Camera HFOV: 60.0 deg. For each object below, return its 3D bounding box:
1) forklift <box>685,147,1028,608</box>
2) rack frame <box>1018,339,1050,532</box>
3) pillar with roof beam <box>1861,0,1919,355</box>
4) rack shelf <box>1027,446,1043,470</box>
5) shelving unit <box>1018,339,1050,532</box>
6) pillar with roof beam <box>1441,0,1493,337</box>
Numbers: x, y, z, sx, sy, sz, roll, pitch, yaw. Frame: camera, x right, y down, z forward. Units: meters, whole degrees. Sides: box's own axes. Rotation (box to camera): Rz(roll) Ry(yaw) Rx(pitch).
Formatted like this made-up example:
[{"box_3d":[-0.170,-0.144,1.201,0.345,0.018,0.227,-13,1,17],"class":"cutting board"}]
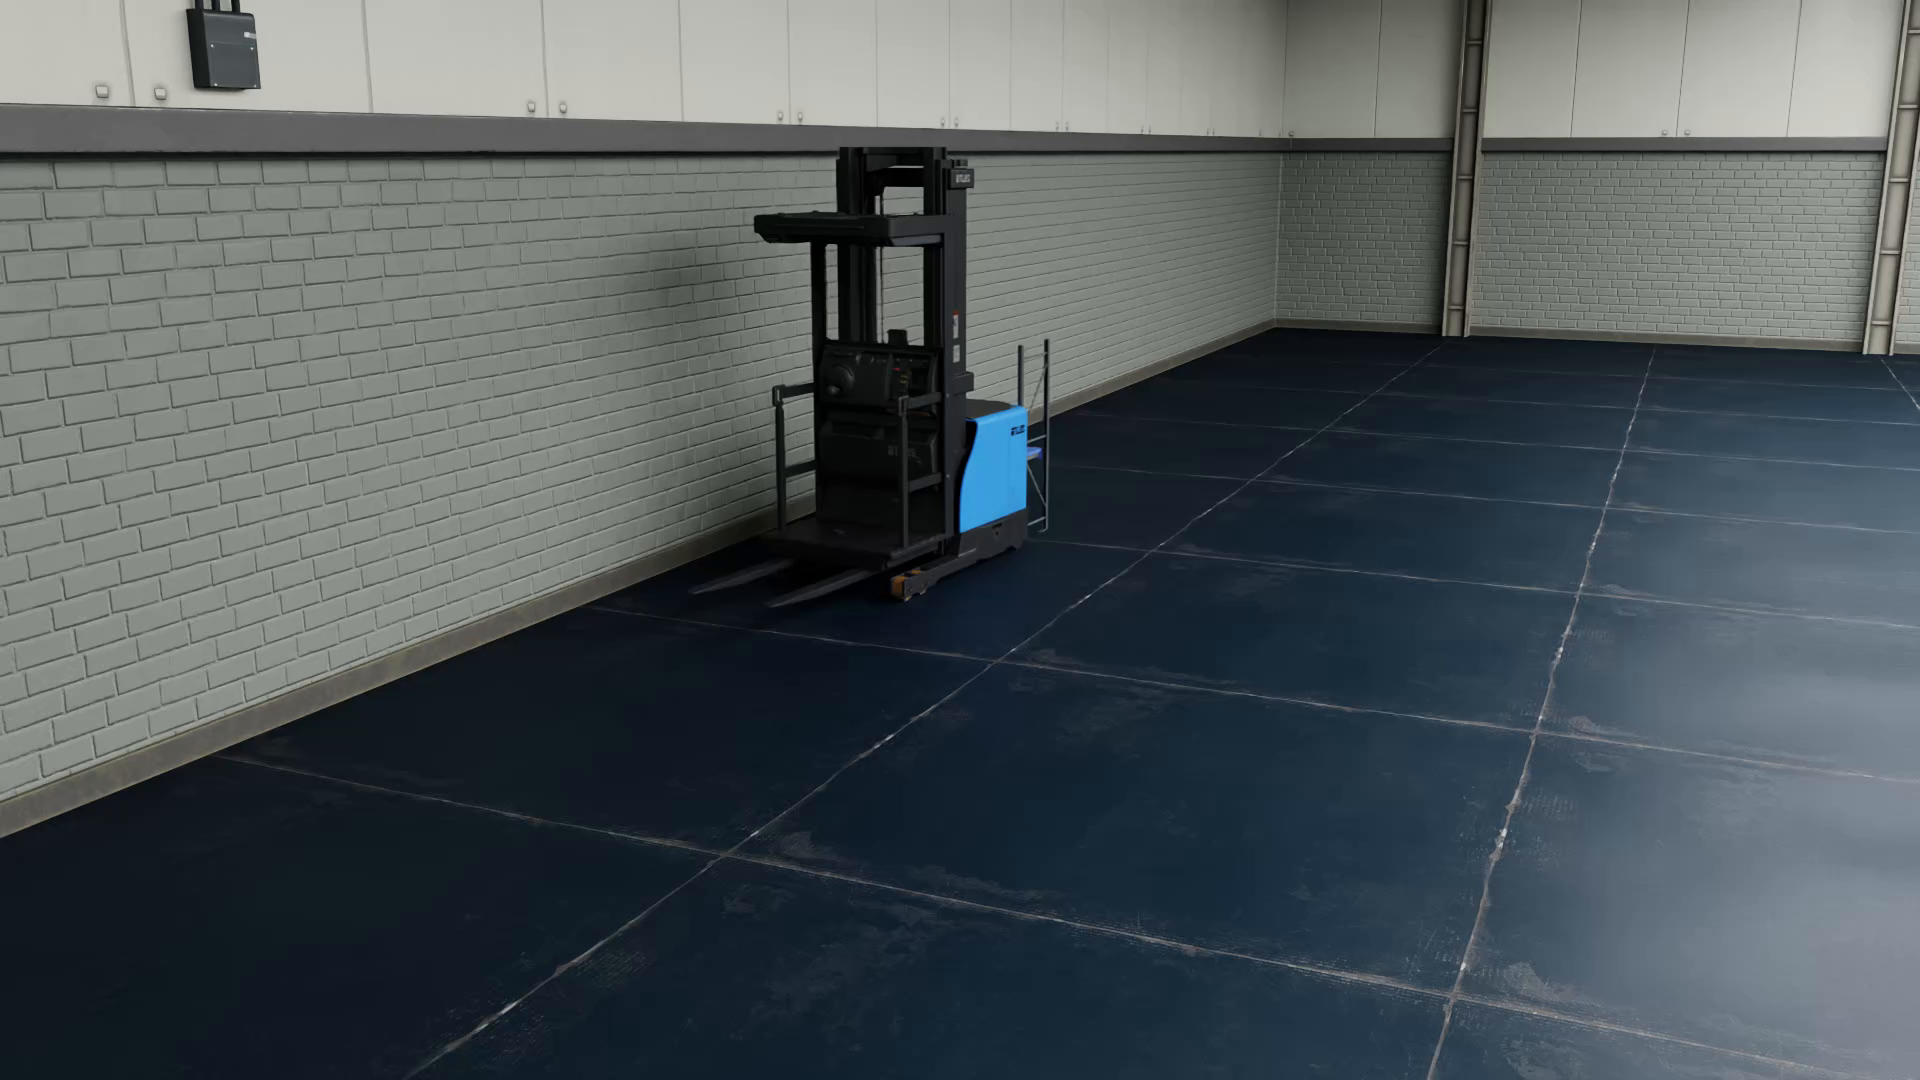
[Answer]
[{"box_3d":[-0.667,-1.142,11.206,1.130,2.935,3.031,8,15,29],"class":"forklift"},{"box_3d":[0.562,-0.764,12.726,0.032,1.500,0.500,7,15,27],"class":"rack frame"},{"box_3d":[11.729,-6.223,19.576,0.400,9.000,9.100,6,14,23],"class":"pillar with roof beam"},{"box_3d":[0.113,-0.643,13.000,1.000,0.185,0.538,7,15,27],"class":"rack shelf"},{"box_3d":[0.113,-0.818,12.959,1.048,1.500,0.538,7,15,27],"class":"shelving unit"},{"box_3d":[6.243,-6.778,21.942,0.400,9.000,9.100,6,14,23],"class":"pillar with roof beam"}]
